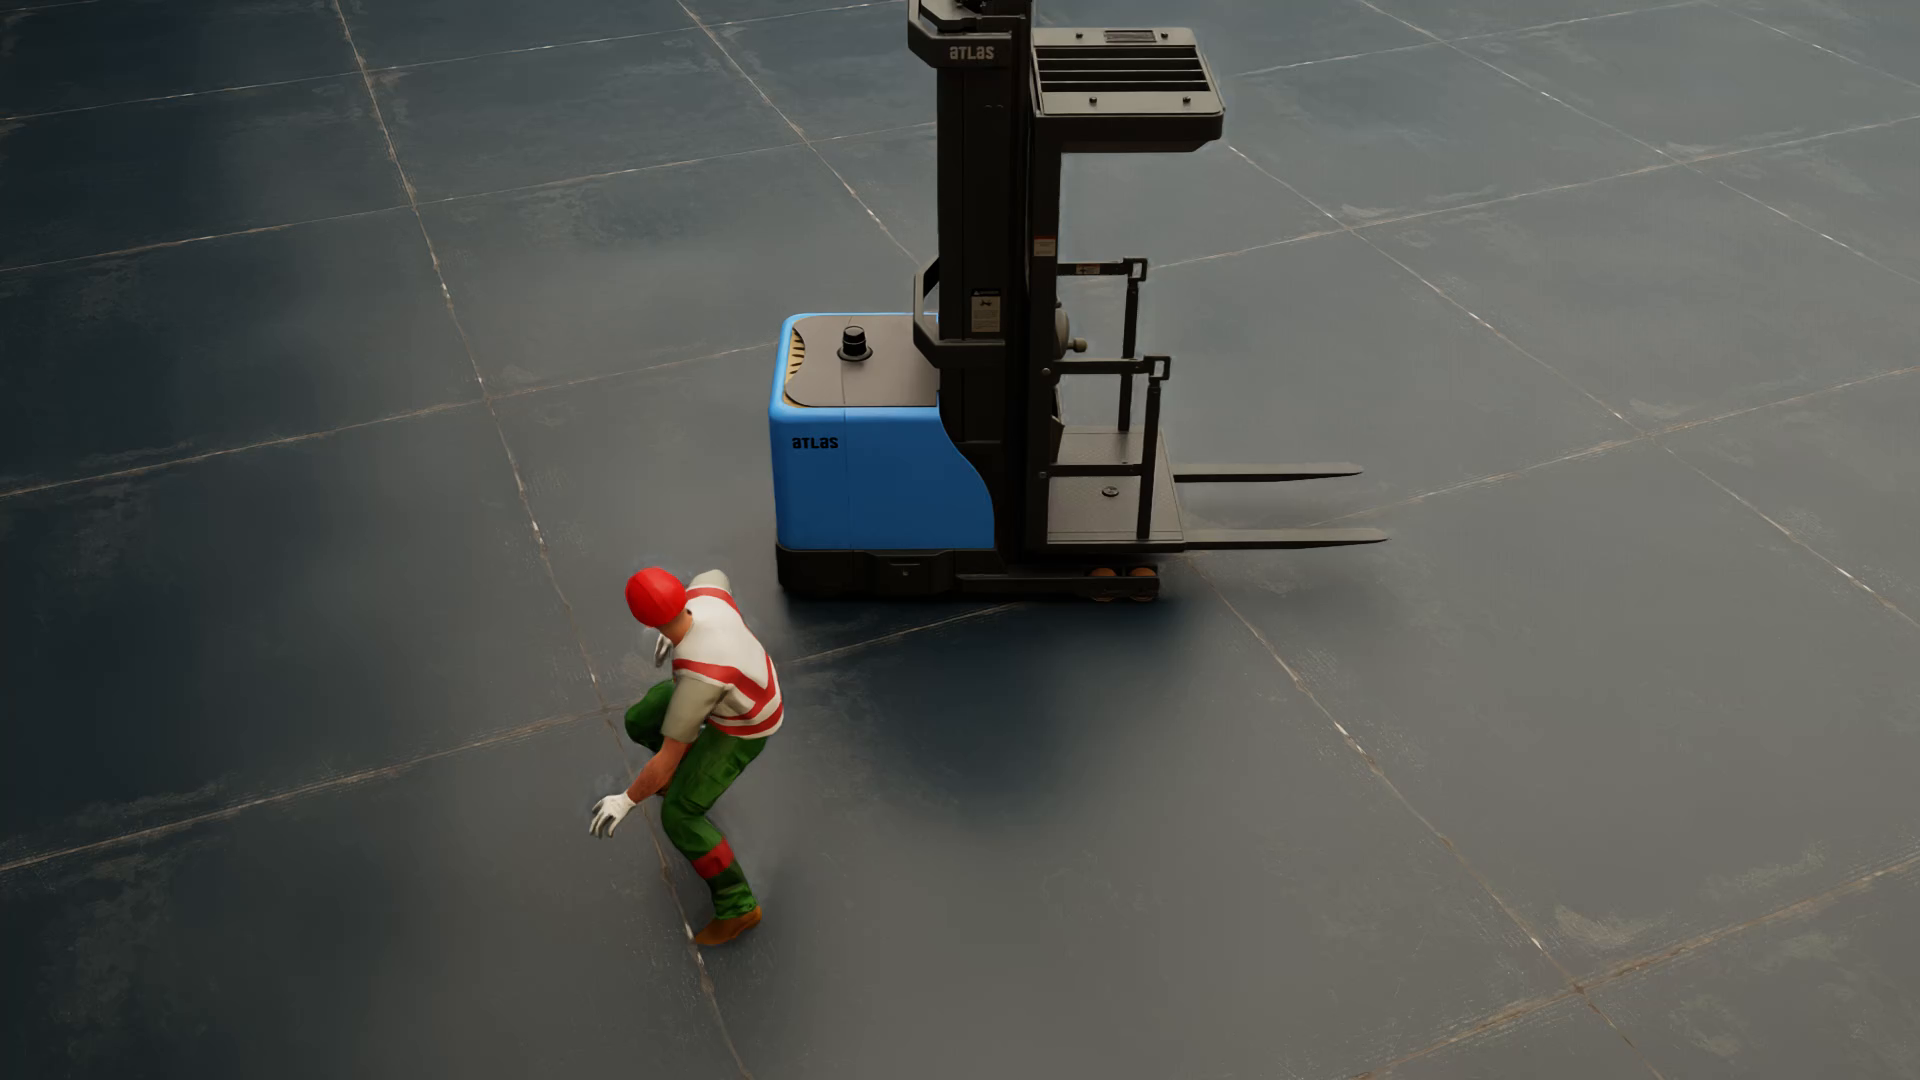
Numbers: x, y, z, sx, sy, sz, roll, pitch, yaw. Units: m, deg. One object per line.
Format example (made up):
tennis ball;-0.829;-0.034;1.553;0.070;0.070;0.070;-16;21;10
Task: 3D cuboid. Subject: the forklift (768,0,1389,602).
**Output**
forklift;0.610;-1.199;7.785;3.031;2.935;1.130;0;35;-1

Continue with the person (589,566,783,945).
person;-1.055;0.726;6.353;0.777;1.540;0.898;-7;36;-10
